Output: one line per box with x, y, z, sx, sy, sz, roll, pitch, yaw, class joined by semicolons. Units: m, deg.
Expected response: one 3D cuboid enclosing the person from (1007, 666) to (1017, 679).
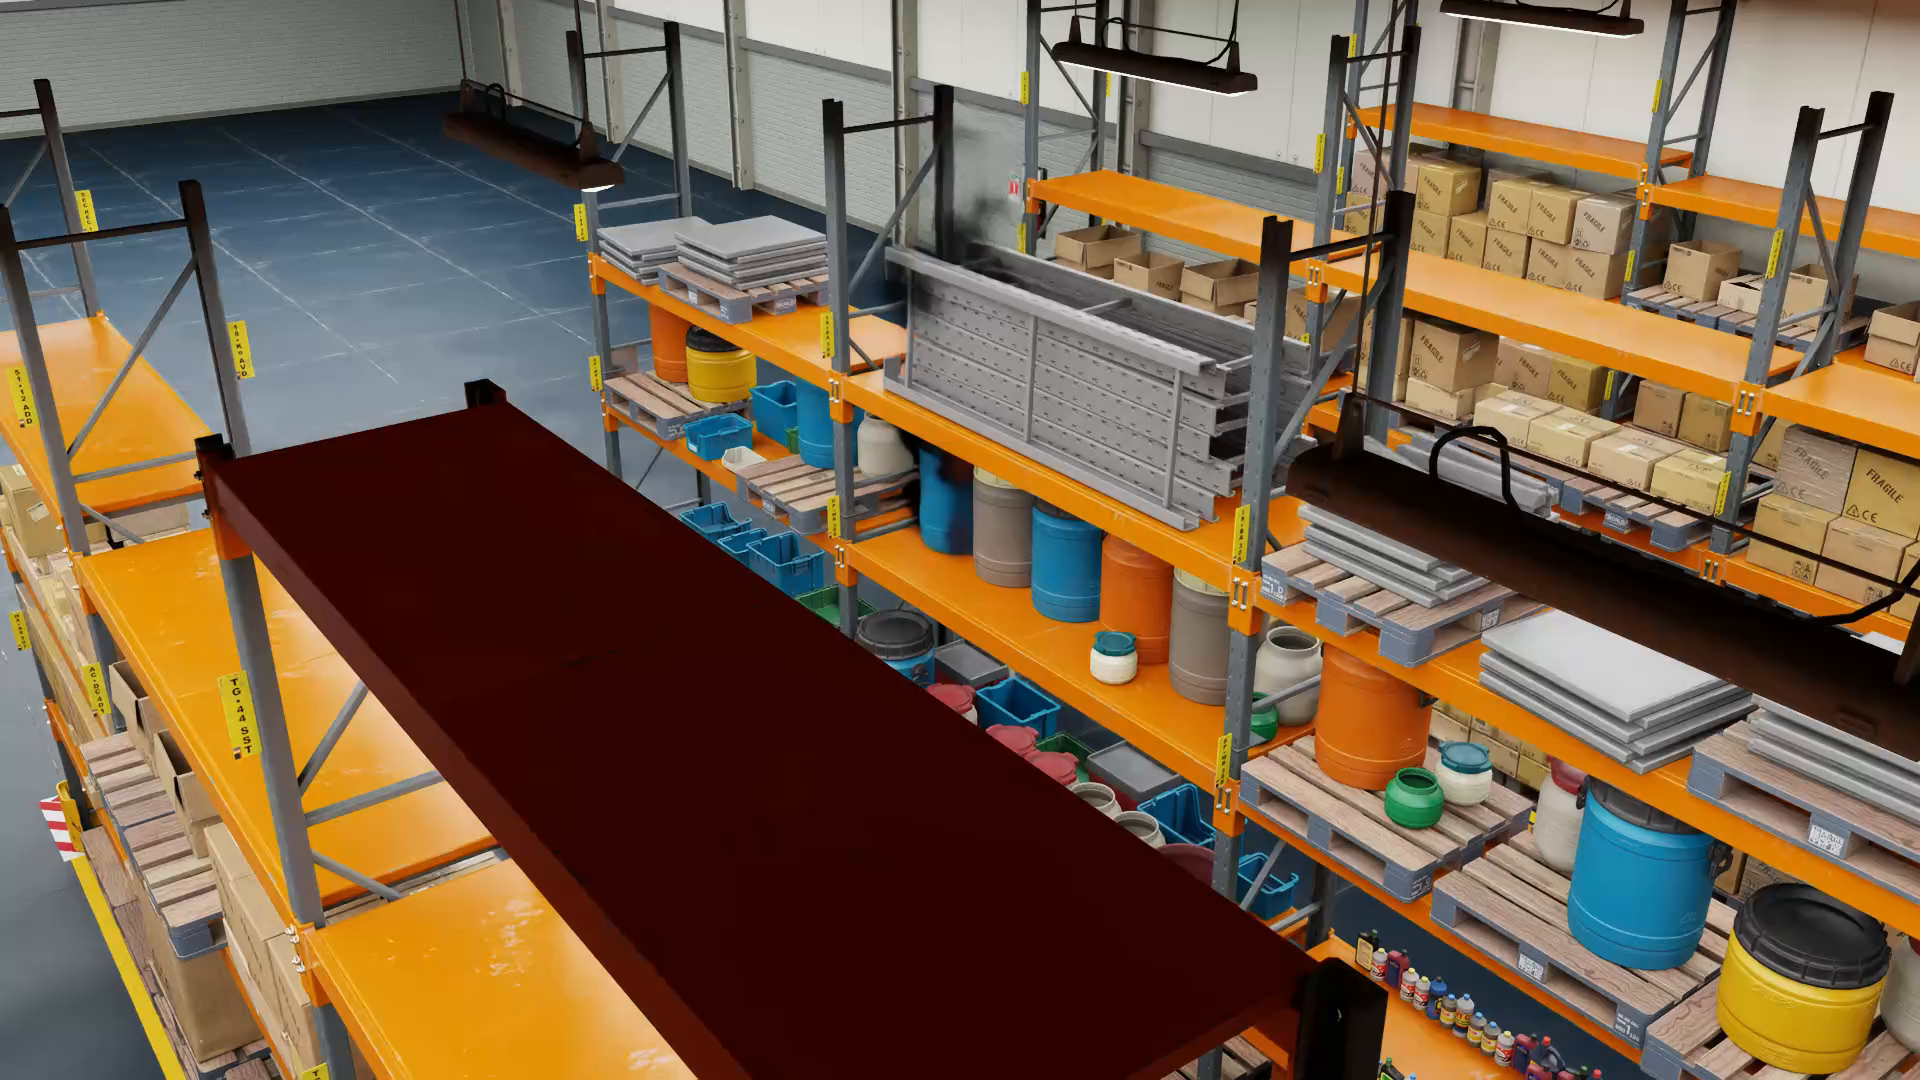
0.319;0.655;15.418;0.600;1.748;0.744;-23;33;-40;person
